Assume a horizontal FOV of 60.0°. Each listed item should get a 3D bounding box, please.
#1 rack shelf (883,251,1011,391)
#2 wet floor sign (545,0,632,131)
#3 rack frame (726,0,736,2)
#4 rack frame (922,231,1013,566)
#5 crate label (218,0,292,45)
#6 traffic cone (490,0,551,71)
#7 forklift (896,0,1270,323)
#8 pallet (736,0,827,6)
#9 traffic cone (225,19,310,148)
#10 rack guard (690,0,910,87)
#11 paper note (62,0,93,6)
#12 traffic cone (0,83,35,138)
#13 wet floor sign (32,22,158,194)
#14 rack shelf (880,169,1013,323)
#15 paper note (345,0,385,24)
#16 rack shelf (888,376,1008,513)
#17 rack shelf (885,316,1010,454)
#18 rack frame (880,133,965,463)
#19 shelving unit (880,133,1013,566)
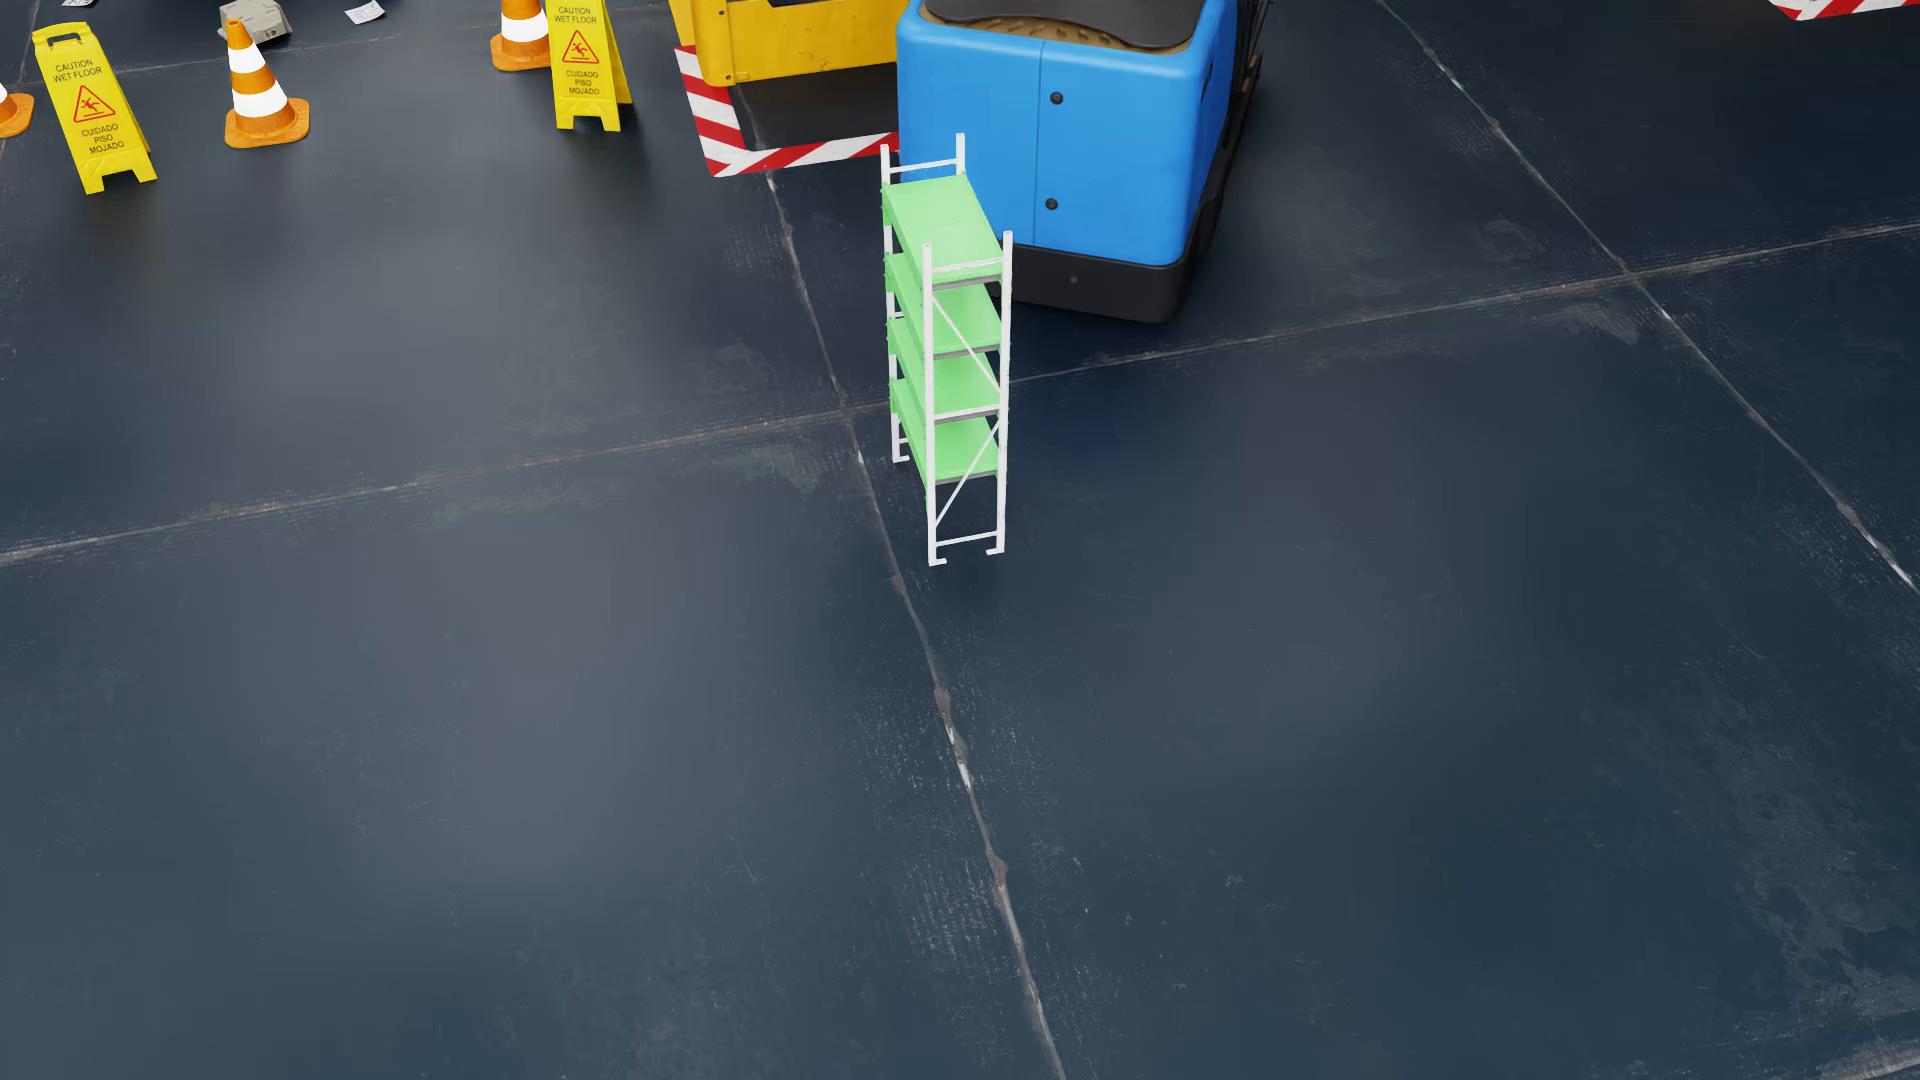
[{"bbox_3d":[-0.042,-0.658,4.808,0.258,0.148,0.480,-11,47,-10],"label":"rack shelf"},{"bbox_3d":[-1.535,-2.014,6.772,0.267,0.644,0.232,4,46,4],"label":"wet floor sign"},{"bbox_3d":[-0.549,-3.165,6.251,1.000,3.000,0.127,-11,47,-10],"label":"rack frame"},{"bbox_3d":[0.020,-0.366,4.768,0.240,1.200,0.015,-11,47,-10],"label":"rack frame"},{"bbox_3d":[-3.153,-2.318,7.425,0.250,0.136,0.298,-35,55,-30],"label":"crate label"},{"bbox_3d":[-1.906,-2.338,7.217,0.336,0.463,0.334,-11,47,-10],"label":"traffic cone"},{"bbox_3d":[0.663,-2.869,6.009,1.130,2.935,3.031,11,47,11],"label":"forklift"},{"bbox_3d":[-0.742,-2.809,7.855,1.003,0.211,1.213,-11,47,-10],"label":"pallet"},{"bbox_3d":[-2.892,-1.900,6.788,0.336,0.463,0.334,-11,47,-10],"label":"traffic cone"},{"bbox_3d":[-0.569,-2.342,7.195,1.175,0.500,0.348,-11,47,-10],"label":"rack guard"},{"bbox_3d":[-4.058,-2.514,7.694,0.144,0.017,0.142,4,46,4],"label":"paper note"},{"bbox_3d":[-4.072,-1.928,6.816,0.336,0.463,0.334,-11,47,-10],"label":"traffic cone"},{"bbox_3d":[-3.387,-1.708,6.472,0.267,0.644,0.232,-18,48,-17],"label":"wet floor sign"},{"bbox_3d":[-0.042,-0.825,4.636,0.258,0.148,0.480,-11,47,-10],"label":"rack shelf"},{"bbox_3d":[-2.715,-2.414,7.595,0.148,0.019,0.142,-26,51,-24],"label":"paper note"},{"bbox_3d":[-0.042,-0.322,5.151,0.258,0.148,0.480,-11,47,-10],"label":"rack shelf"},{"bbox_3d":[-0.042,-0.490,4.979,0.258,0.148,0.480,-11,47,-10],"label":"rack shelf"},{"bbox_3d":[-0.105,-0.703,5.099,0.240,1.200,0.015,-11,47,-10],"label":"rack frame"},{"bbox_3d":[-0.042,-0.534,4.933,0.258,1.200,0.503,-11,47,-10],"label":"shelving unit"}]
